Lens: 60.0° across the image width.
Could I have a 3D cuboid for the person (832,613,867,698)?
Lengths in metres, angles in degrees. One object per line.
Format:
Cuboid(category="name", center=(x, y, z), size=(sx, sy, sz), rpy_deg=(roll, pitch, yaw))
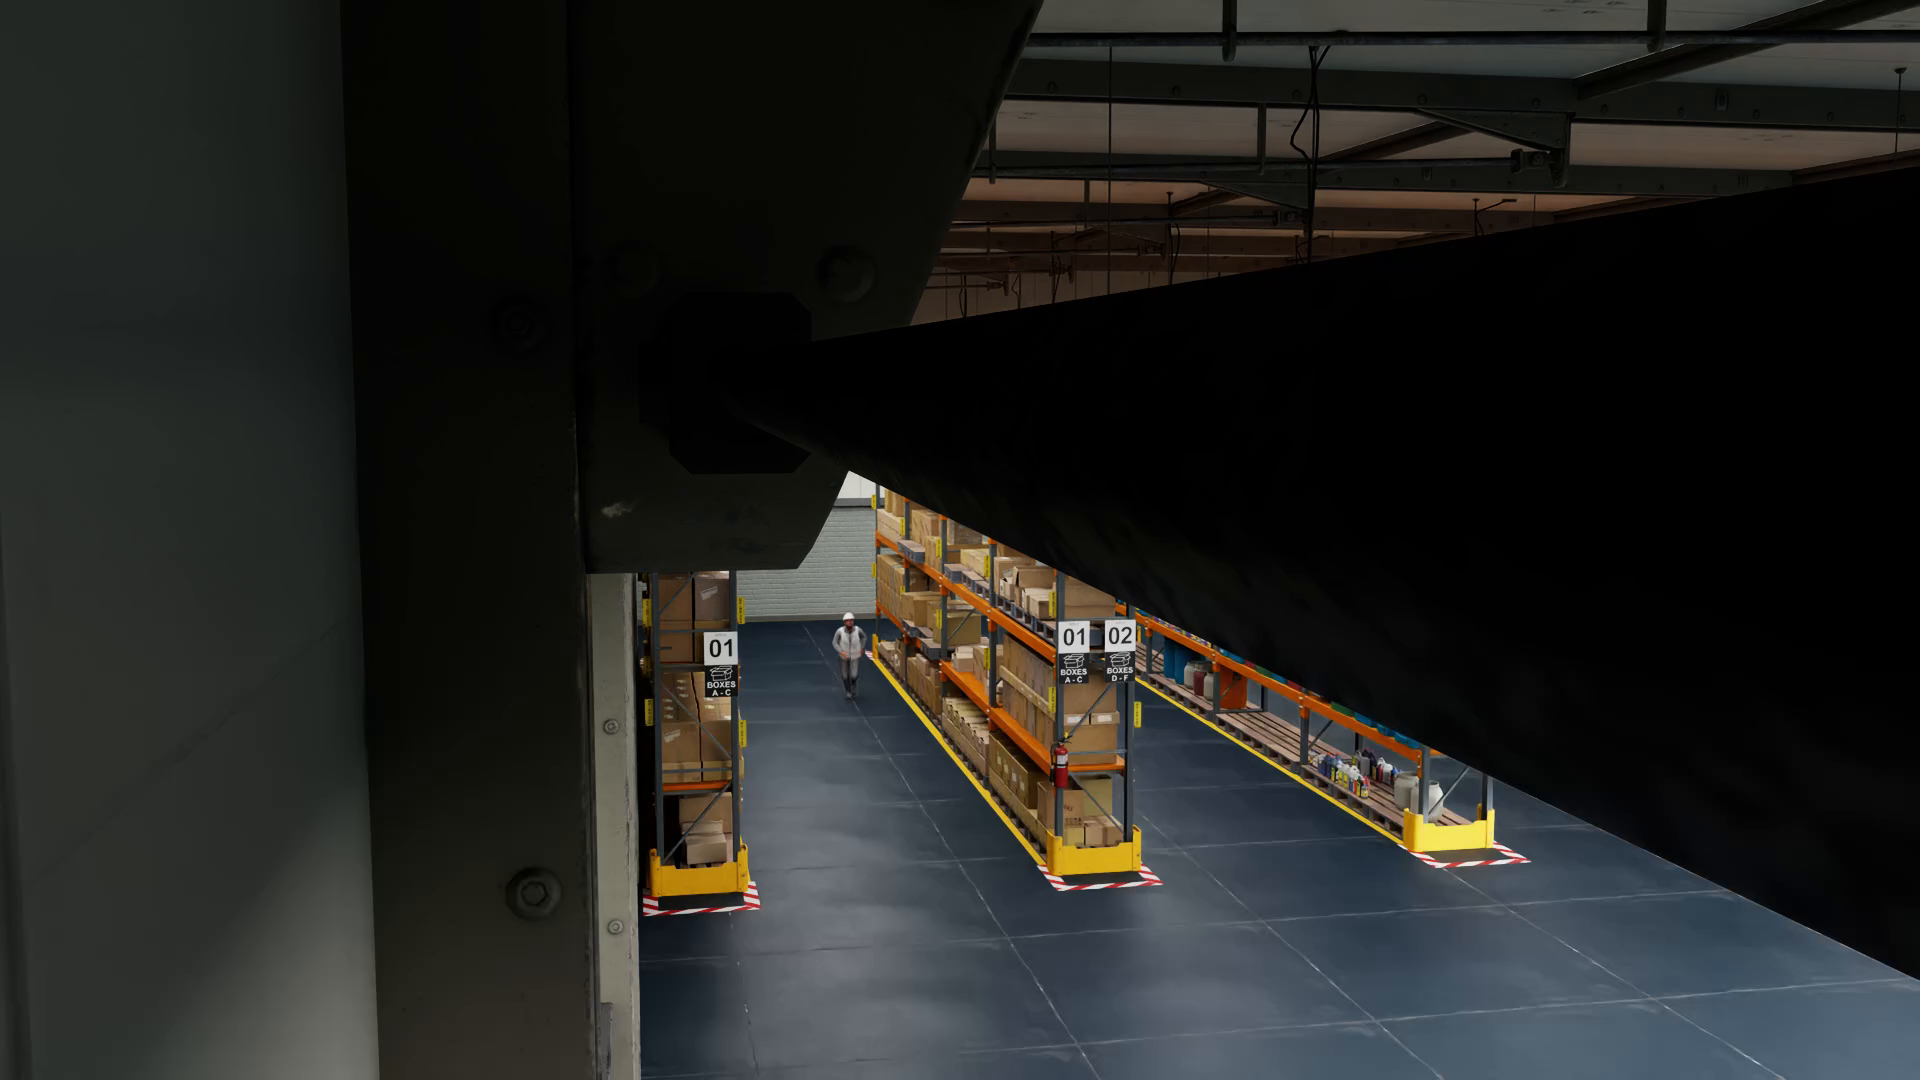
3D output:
Cuboid(category="person", center=(-2.113, 2.219, 31.904), size=(0.654, 1.688, 0.734), rpy_deg=(0, 6, -1))
